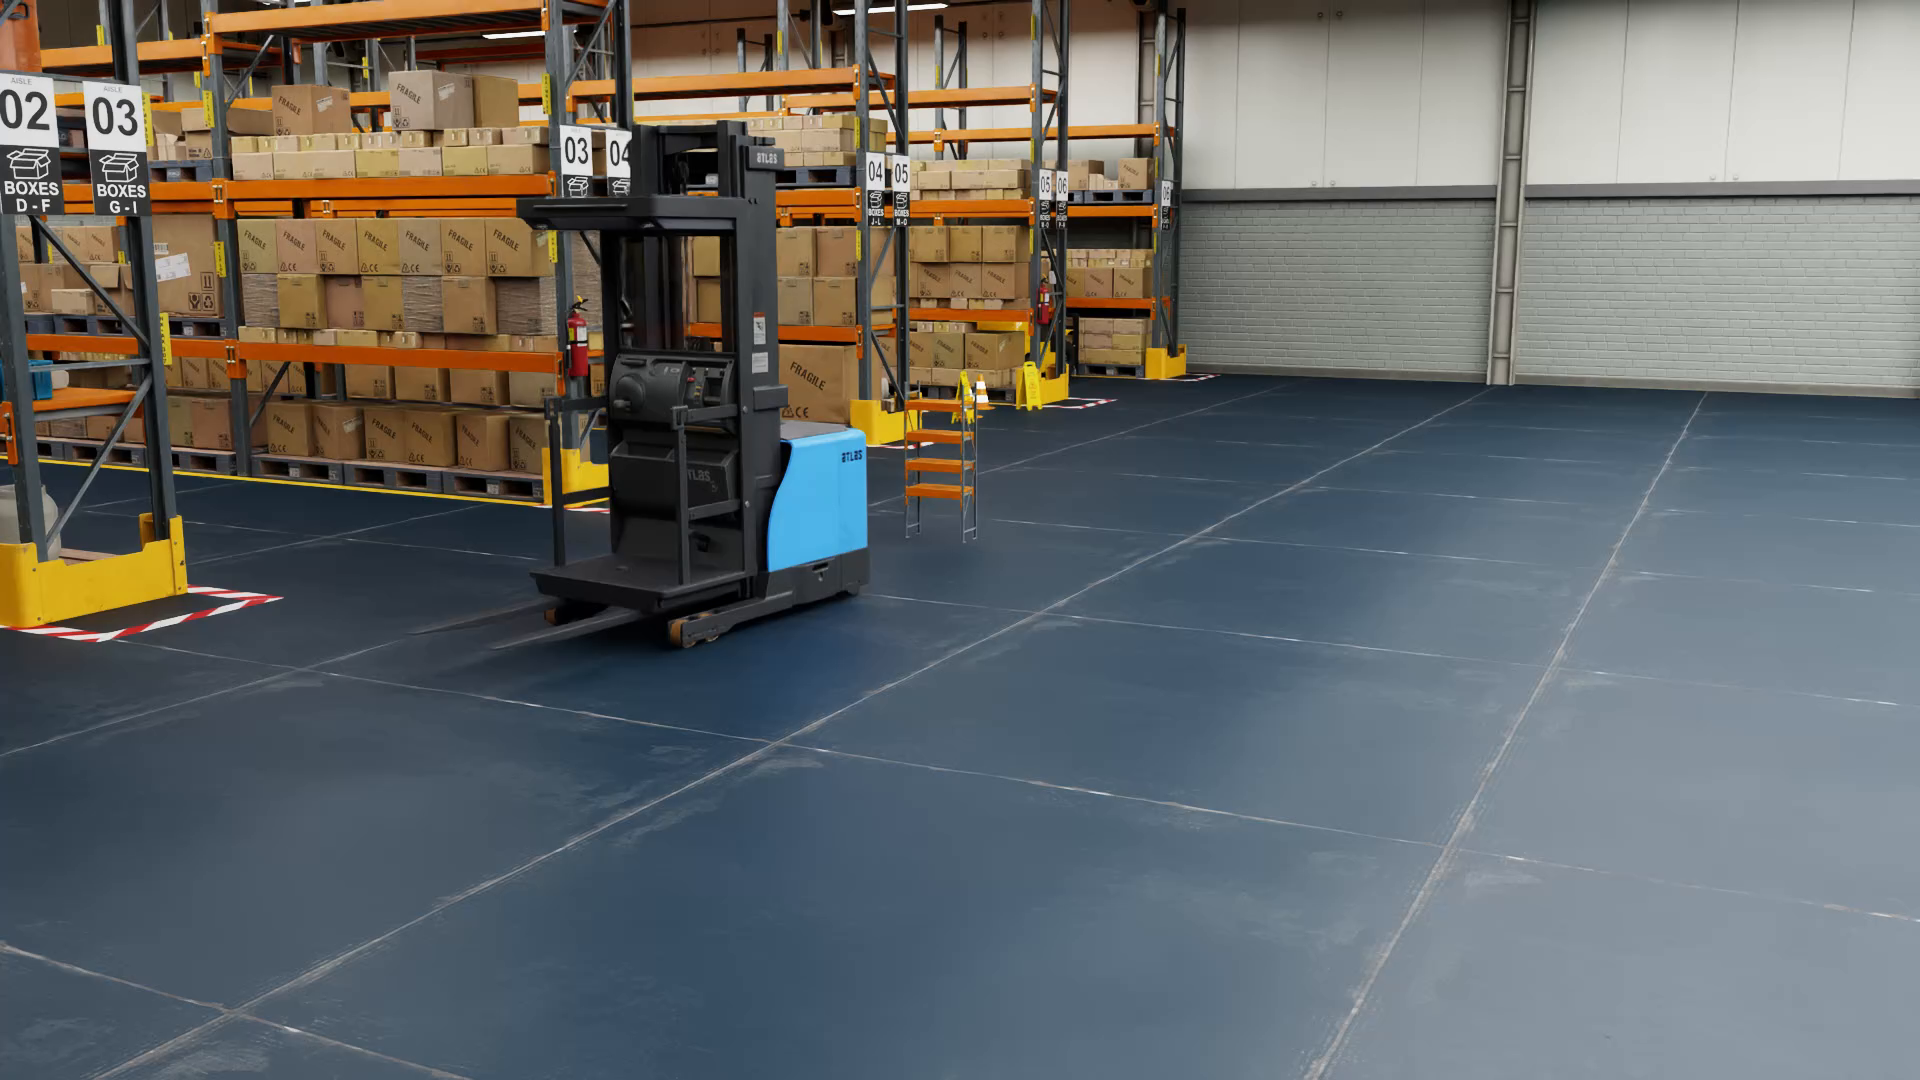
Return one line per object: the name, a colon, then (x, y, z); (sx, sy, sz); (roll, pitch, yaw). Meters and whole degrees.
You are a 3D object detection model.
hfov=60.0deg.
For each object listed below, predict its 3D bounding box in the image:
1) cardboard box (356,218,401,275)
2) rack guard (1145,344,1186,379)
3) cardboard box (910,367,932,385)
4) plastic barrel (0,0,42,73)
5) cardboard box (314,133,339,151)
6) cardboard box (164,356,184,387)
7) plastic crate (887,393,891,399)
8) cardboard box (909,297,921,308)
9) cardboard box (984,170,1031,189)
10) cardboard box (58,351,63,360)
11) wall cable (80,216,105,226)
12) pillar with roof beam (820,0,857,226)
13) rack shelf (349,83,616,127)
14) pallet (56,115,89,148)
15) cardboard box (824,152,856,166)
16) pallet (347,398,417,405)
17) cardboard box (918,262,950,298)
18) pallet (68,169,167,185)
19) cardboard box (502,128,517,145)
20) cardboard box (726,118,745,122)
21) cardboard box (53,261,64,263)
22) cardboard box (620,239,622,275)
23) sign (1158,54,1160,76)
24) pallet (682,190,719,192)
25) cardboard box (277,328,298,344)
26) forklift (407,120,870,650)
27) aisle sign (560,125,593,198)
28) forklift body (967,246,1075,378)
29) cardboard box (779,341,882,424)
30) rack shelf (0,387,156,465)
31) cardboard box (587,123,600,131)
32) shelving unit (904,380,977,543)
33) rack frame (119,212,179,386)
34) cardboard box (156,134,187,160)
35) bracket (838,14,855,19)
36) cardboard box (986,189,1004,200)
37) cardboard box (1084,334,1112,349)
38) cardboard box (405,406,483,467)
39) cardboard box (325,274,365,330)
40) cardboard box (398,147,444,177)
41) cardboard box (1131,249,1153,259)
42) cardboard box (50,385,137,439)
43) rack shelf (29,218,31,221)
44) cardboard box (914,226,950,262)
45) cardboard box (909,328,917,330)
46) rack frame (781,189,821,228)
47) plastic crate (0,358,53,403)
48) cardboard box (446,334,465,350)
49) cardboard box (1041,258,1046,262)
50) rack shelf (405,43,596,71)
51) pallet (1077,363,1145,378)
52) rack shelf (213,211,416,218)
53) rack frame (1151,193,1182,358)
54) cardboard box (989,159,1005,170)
cardboard box: (-5.091, -2.661, 15.087); (0.500, 0.500, 0.500); (5, 11, 26)
rack guard: (3.453, -2.994, 27.871); (0.348, 0.500, 1.175); (5, 11, 26)
cardboard box: (-0.538, -2.390, 24.055); (0.500, 0.250, 0.500); (5, 11, 24)
plastic barrel: (-5.829, -2.971, 9.918); (0.708, 0.830, 0.600); (5, 11, 26)
cardboard box: (-5.636, -3.607, 15.117); (0.250, 0.149, 0.380); (5, 11, 25)
cardboard box: (-11.077, -2.456, 23.719); (0.500, 0.500, 0.500); (6, 12, 28)
plastic crate: (-1.303, -2.057, 23.872); (0.583, 0.080, 0.402); (1, 10, 6)
cardboard box: (-0.553, -3.428, 23.956); (0.250, 0.149, 0.380); (5, 11, 26)
cardboard box: (0.661, -4.979, 22.982); (0.500, 0.250, 0.500); (5, 11, 25)
cardboard box: (-13.258, -2.754, 24.681); (0.250, 0.149, 0.380); (5, 11, 24)
wall cable: (-17.560, -5.862, 33.844); (0.122, 1.984, 0.588); (5, 11, 26)
pillar with roof beam: (-4.079, -7.162, 27.037); (0.548, 9.000, 9.100); (5, 11, 26)
rack shelf: (-6.241, -5.509, 21.043); (4.000, 0.370, 1.077); (5, 11, 26)
pallet: (-6.036, -2.523, 10.358); (1.213, 0.211, 1.003); (5, 11, 26)
cardboard box: (-1.309, -4.215, 18.420); (0.250, 0.149, 0.380); (5, 11, 26)
pallet: (-7.361, -1.819, 22.187); (1.213, 0.211, 1.003); (5, 11, 26)
cardboard box: (-0.264, -3.708, 23.678); (0.500, 0.500, 0.500); (5, 11, 26)
pallet: (-8.171, -3.696, 16.835); (1.003, 0.211, 1.213); (5, 11, 26)
cardboard box: (-3.715, -3.460, 14.305); (0.250, 0.149, 0.380); (5, 11, 24)
cardboard box: (-2.453, -4.708, 18.904); (0.250, 0.149, 0.380); (5, 11, 25)
cardboard box: (-13.091, -3.849, 24.460); (0.500, 0.500, 0.500); (5, 11, 26)
cardboard box: (-4.132, -3.520, 20.306); (0.550, 0.550, 0.875); (5, 11, 26)
sign: (3.179, -7.591, 26.562); (0.005, 0.325, 0.100); (5, 11, 26)
pallet: (-3.786, -5.279, 25.580); (1.003, 0.211, 1.213); (5, 11, 26)
cardboard box: (-6.218, -1.940, 15.732); (0.250, 0.149, 0.380); (5, 11, 26)
forklift: (-1.815, -0.927, 9.624); (1.130, 2.935, 3.031); (7, 12, 33)
aisle sign: (-3.223, -3.077, 14.009); (0.004, 0.787, 0.394); (5, 11, 26)
forklift body: (0.924, -3.667, 26.950); (1.214, 2.155, 2.313); (5, 11, 26)
cardboard box: (-1.498, -1.839, 19.254); (0.875, 0.875, 0.875); (5, 11, 26)
rack shelf: (-7.131, -0.863, 11.096); (4.000, 0.370, 1.077); (5, 11, 26)
cardboard box: (-4.272, -4.868, 19.786); (0.250, 0.149, 0.380); (5, 11, 26)
shelving unit: (-0.148, -0.603, 12.695); (0.503, 1.200, 0.258); (5, 11, 26)
rack frame: (-11.622, -3.580, 24.090); (0.127, 3.000, 1.000); (5, 11, 26)
cardboard box: (-7.620, -3.840, 16.302); (0.258, 0.266, 0.396); (5, 12, 28)
bracket: (-1.959, -9.532, 30.021); (0.430, 0.232, 0.235); (5, 11, 26)
cardboard box: (0.558, -4.783, 23.020); (0.250, 0.149, 0.380); (5, 11, 26)
cardboard box: (2.412, -3.356, 27.986); (0.500, 0.250, 0.500); (5, 11, 25)
cardboard box: (-4.803, -0.973, 15.523); (0.500, 0.500, 0.500); (6, 12, 31)
cardboard box: (-5.431, -2.248, 15.610); (0.500, 0.500, 0.875); (5, 11, 26)
cardboard box: (-4.596, -3.331, 14.709); (0.500, 0.250, 0.500); (5, 12, 27)
cardboard box: (3.017, -4.736, 27.536); (0.250, 0.149, 0.380); (5, 11, 26)
cardboard box: (-9.207, -1.376, 17.694); (0.500, 0.500, 0.700); (4, 11, 21)
rack shelf: (-12.114, -3.761, 18.683); (4.000, 0.370, 1.077); (5, 11, 26)
cardboard box: (-0.269, -4.191, 23.541); (0.500, 0.500, 0.700); (5, 11, 25)
cardboard box: (-0.784, -2.887, 24.698); (0.500, 0.500, 0.500); (6, 12, 29)
rack frame: (-2.348, -3.748, 25.019); (0.127, 3.000, 1.000); (5, 11, 26)
plastic crate: (-5.919, -0.978, 10.128); (0.616, 0.251, 0.499); (5, 11, 26)
cardboard box: (-4.387, -1.796, 14.937); (0.250, 0.149, 0.380); (5, 11, 26)
cardboard box: (1.392, -4.718, 28.272); (0.250, 0.149, 0.380); (5, 11, 25)
rack shelf: (-9.123, -9.563, 32.988); (4.000, 0.370, 1.077); (5, 11, 26)
pallet: (2.728, -2.908, 28.203); (1.213, 0.211, 1.003); (5, 11, 26)
rack shelf: (-11.316, -5.658, 29.170); (4.000, 0.370, 1.077); (5, 11, 26)
rack frame: (3.432, -4.226, 27.659); (0.127, 3.000, 1.000); (5, 11, 26)
cardboard box: (0.591, -5.184, 22.994); (0.250, 0.149, 0.380); (5, 12, 27)
